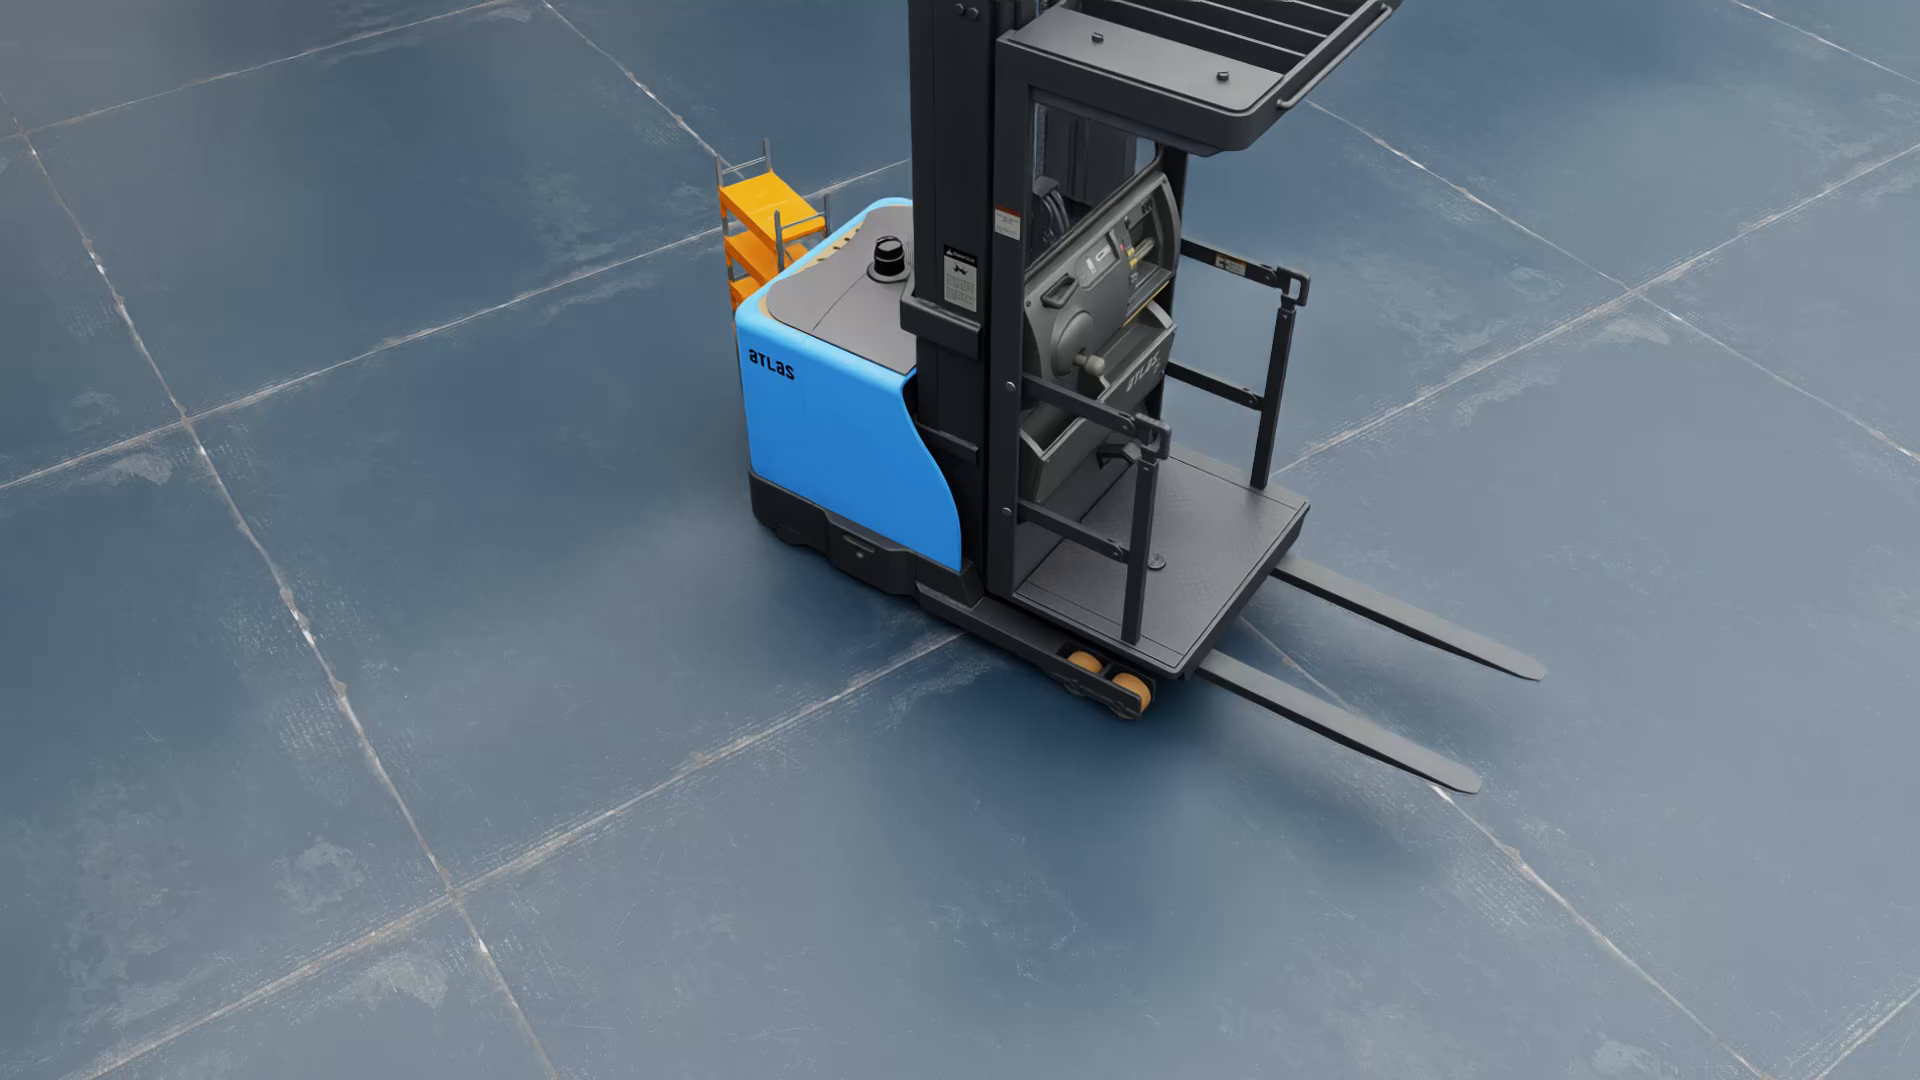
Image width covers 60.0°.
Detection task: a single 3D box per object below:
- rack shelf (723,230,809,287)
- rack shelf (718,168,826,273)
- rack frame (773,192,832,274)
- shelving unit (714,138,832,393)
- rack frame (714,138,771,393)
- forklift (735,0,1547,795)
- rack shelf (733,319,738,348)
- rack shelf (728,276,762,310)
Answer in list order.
[{"bbox_3d":[-0.741,-1.112,6.819,0.258,0.148,0.480,-25,49,-24],"label":"rack shelf"},{"bbox_3d":[-0.741,-1.283,6.656,0.258,0.148,0.480,-25,49,-24],"label":"rack shelf"},{"bbox_3d":[-0.606,-0.858,6.780,0.240,1.200,0.015,-25,49,-24],"label":"rack frame"},{"bbox_3d":[-0.741,-0.999,6.927,0.258,1.200,0.503,-25,49,-24],"label":"shelving unit"},{"bbox_3d":[-0.876,-1.139,7.075,0.240,1.200,0.015,-25,49,-24],"label":"rack frame"},{"bbox_3d":[0.659,-0.831,5.498,3.031,2.935,1.130,25,49,24],"label":"forklift"},{"bbox_3d":[-0.741,-0.807,7.111,0.258,0.148,0.480,-25,49,-24],"label":"rack shelf"},{"bbox_3d":[-0.741,-0.950,6.974,0.258,0.148,0.480,-25,49,-24],"label":"rack shelf"}]
